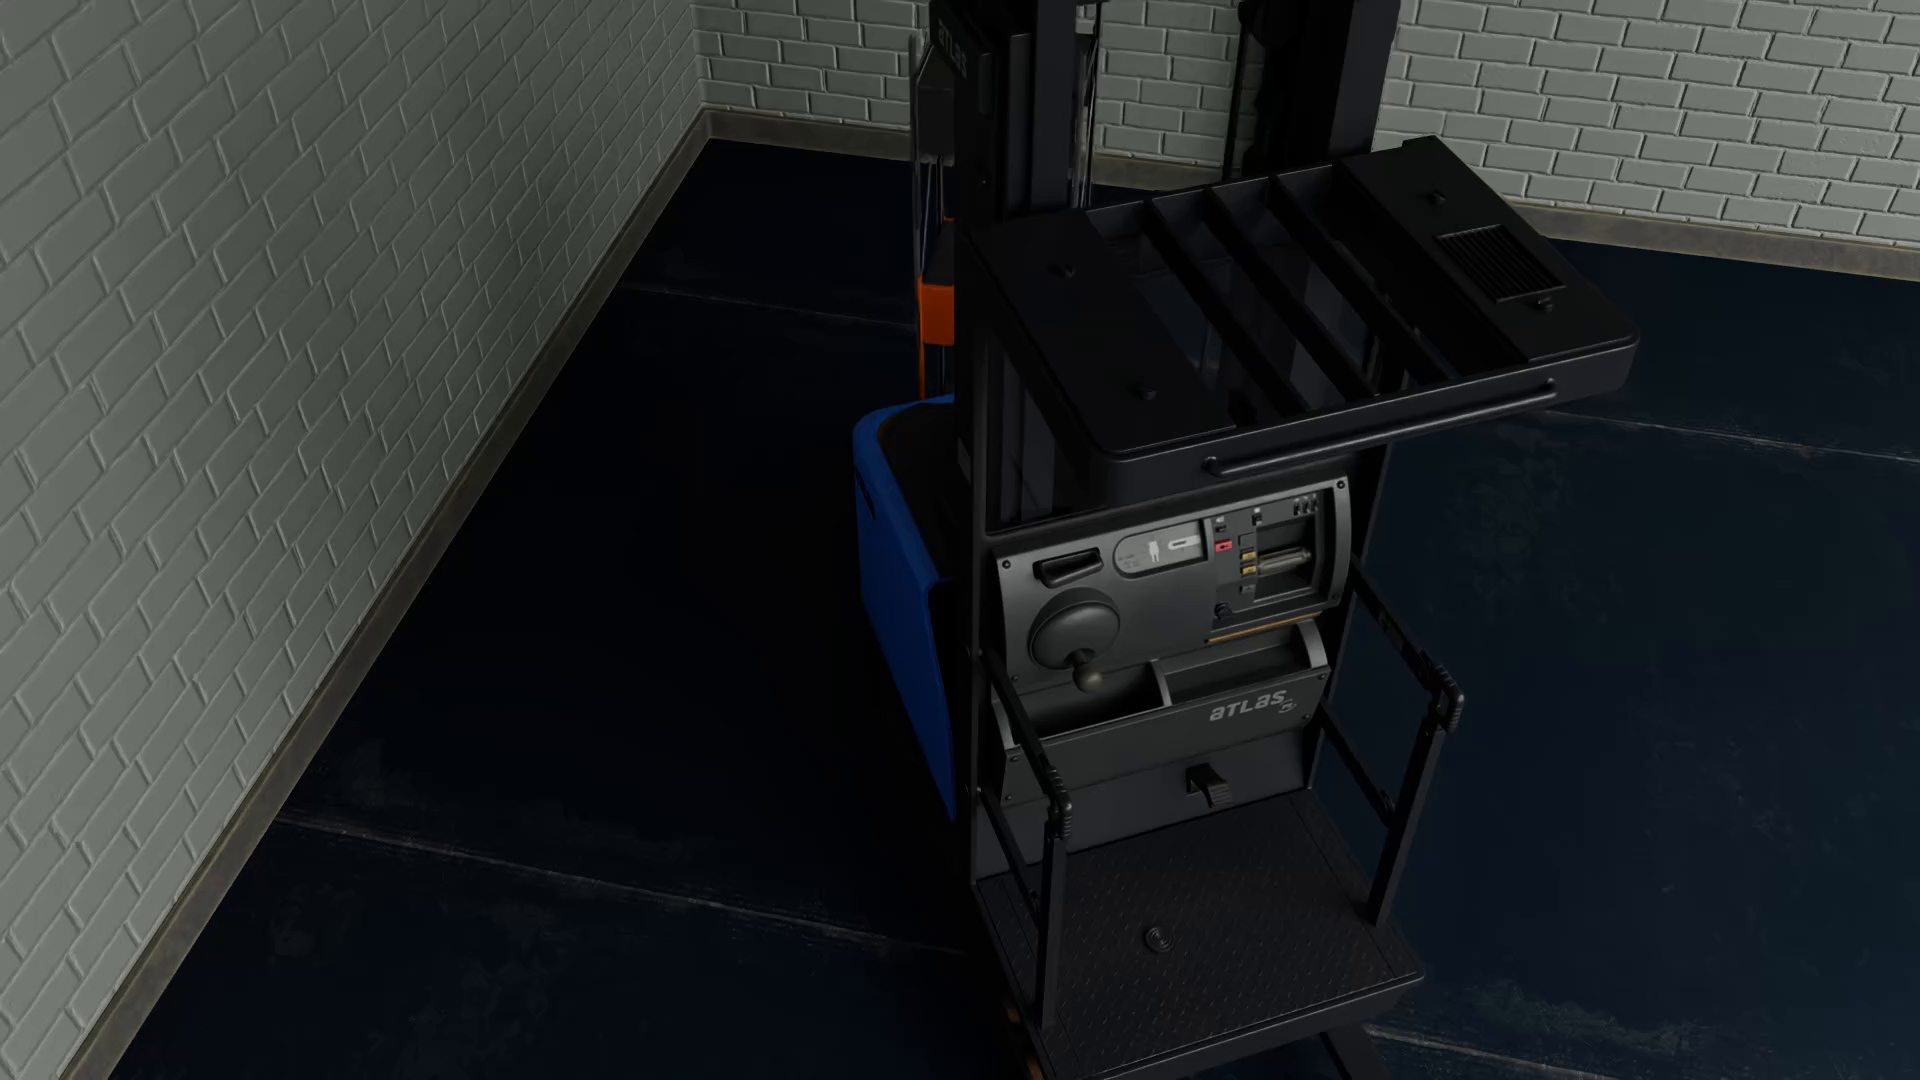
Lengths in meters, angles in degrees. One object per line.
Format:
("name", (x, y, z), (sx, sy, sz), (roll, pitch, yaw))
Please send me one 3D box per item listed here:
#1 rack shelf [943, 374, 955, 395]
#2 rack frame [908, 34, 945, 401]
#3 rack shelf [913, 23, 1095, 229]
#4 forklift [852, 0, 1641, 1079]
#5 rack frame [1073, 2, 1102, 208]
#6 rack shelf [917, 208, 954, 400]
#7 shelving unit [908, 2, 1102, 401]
("rack shelf", (0.140, -0.244, 6.018), (0.480, 0.518, 0.431), (7, 44, 8))
("rack frame", (-0.100, -0.790, 5.556), (0.015, 2.100, 0.400), (7, 44, 8))
("rack shelf", (0.139, -1.253, 5.048), (0.480, 0.518, 0.431), (7, 44, 8))
("forklift", (0.605, 0.191, 3.938), (1.130, 2.935, 3.031), (-13, 45, -13))
("rack frame", (0.379, -0.727, 5.490), (0.015, 2.100, 0.400), (7, 44, 8))
("rack shelf", (0.139, -0.749, 5.533), (0.480, 0.518, 0.431), (7, 44, 8))
("shelving unit", (0.139, -0.758, 5.523), (0.503, 2.100, 0.431), (7, 44, 8))
